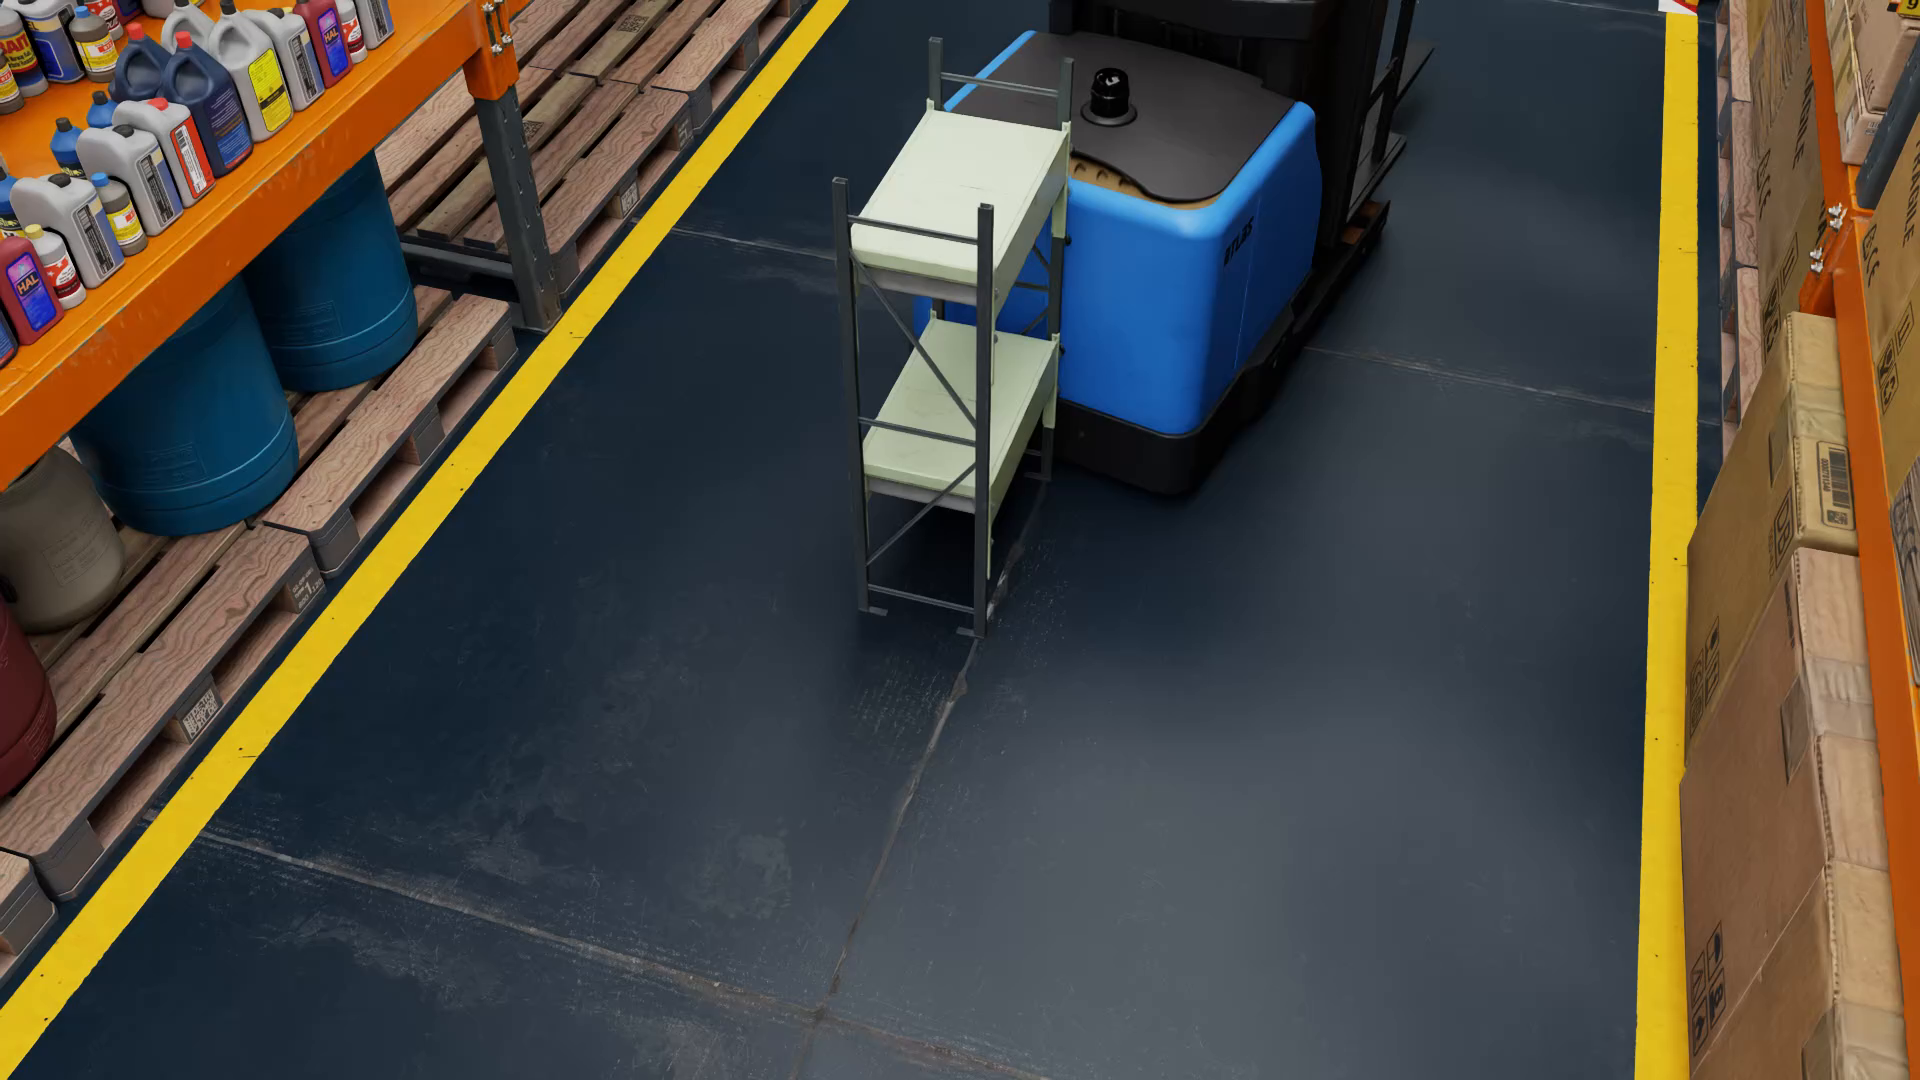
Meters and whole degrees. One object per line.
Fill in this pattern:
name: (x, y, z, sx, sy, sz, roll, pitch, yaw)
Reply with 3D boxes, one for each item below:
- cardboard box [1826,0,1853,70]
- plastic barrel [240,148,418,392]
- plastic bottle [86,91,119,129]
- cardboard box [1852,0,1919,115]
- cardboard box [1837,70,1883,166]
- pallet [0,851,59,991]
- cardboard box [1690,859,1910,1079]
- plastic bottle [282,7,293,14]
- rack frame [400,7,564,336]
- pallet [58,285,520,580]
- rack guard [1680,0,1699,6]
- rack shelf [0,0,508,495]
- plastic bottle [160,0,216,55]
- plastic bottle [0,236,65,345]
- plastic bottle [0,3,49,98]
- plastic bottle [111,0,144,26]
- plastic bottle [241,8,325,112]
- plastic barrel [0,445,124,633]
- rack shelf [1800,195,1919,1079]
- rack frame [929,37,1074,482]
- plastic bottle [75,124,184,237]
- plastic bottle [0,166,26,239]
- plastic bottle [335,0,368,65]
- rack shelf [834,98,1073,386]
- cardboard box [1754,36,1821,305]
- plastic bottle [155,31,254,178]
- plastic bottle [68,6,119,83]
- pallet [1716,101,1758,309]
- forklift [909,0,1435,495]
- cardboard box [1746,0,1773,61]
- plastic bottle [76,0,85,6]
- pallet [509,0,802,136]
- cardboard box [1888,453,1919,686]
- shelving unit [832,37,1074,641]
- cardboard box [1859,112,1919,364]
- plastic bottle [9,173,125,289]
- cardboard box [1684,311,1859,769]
cardboard box: (2.710, -1.433, 4.750, 0.380, 0.149, 0.250, 12, 46, 12)
plastic barrel: (-2.127, -0.998, 5.325, 0.600, 0.901, 0.708, 13, 46, 13)
plastic bottle: (-2.145, -1.014, 4.234, 0.097, 0.271, 0.097, 0, 44, 0)
cardboard box: (2.658, -1.310, 4.339, 0.500, 0.250, 0.500, 12, 46, 12)
cardboard box: (2.554, -1.091, 4.399, 0.380, 0.149, 0.250, 13, 46, 13)
pallet: (-2.959, 1.172, 3.902, 1.003, 0.211, 1.213, 13, 46, 13)
cardboard box: (2.069, 1.320, 2.976, 1.225, 0.875, 0.875, 13, 46, 13)
plastic bottle: (-1.865, -1.396, 4.674, 0.097, 0.201, 0.097, 0, 44, 0)
rack frame: (-1.946, -1.957, 5.105, 1.000, 3.000, 0.127, 13, 46, 13)
pallet: (-2.220, -0.455, 5.564, 1.003, 0.211, 1.213, 13, 46, 13)
rack guard: (3.993, -2.697, 7.648, 1.175, 0.500, 0.348, 13, 46, 13)
rack shelf: (-2.552, -0.367, 3.994, 1.077, 0.370, 4.000, 13, 46, 13)
plastic bottle: (-2.050, -1.288, 4.457, 0.144, 0.351, 0.185, 13, 46, 13)
plastic bottle: (-2.159, -0.596, 3.798, 0.061, 0.283, 0.133, 13, 46, 13)
plastic bottle: (-2.622, -1.368, 4.595, 0.097, 0.271, 0.097, 0, 44, 0)
plastic bottle: (-2.504, -1.672, 4.898, 0.061, 0.283, 0.133, 13, 46, 13)
plastic bottle: (-1.868, -1.338, 4.561, 0.152, 0.276, 0.135, 13, 46, 13)
plastic barrel: (-2.598, -0.029, 4.614, 0.421, 0.512, 0.421, 0, 44, 0)
rack shelf: (2.168, 0.682, 2.922, 1.077, 0.370, 4.000, 13, 46, 13)
rack frame: (0.109, -0.775, 4.970, 0.400, 1.500, 0.023, 13, 46, 13)
plastic bottle: (-2.062, -0.912, 4.126, 0.152, 0.276, 0.135, 13, 46, 13)
plastic bottle: (-2.256, -0.770, 3.984, 0.097, 0.271, 0.097, 0, 44, 0)
plastic bottle: (-1.767, -1.472, 4.751, 0.097, 0.201, 0.097, 0, 44, 0)
rack shelf: (-0.002, -0.810, 4.447, 0.431, 0.370, 0.720, 13, 46, 13)
cardboard box: (3.323, -1.321, 5.675, 0.875, 0.875, 0.875, 13, 46, 13)
plastic bottle: (-1.969, -1.134, 4.299, 0.144, 0.351, 0.185, 13, 46, 13)
plastic bottle: (-2.436, -1.400, 4.678, 0.097, 0.201, 0.097, 0, 44, 0)
pallet: (3.447, -1.217, 6.343, 1.003, 0.211, 1.213, 13, 46, 12)
forklift: (0.993, -2.216, 5.419, 1.130, 2.935, 3.031, 21, 48, 21)
cardboard box: (3.868, -2.521, 6.901, 0.875, 0.875, 0.875, 13, 46, 13)
plastic bottle: (-2.551, -1.522, 4.753, 0.097, 0.271, 0.097, 0, 44, 0)
pallet: (-1.393, -2.274, 7.423, 1.003, 0.211, 1.213, 13, 46, 13)
cardboard box: (2.093, -0.021, 3.055, 0.500, 0.500, 0.500, 12, 46, 12)
shelving unit: (-0.003, -0.531, 4.720, 0.431, 1.500, 0.755, 13, 46, 13)
cardboard box: (2.397, -0.690, 3.739, 0.500, 0.500, 0.500, 13, 46, 13)
plastic bottle: (-2.132, -0.757, 3.968, 0.152, 0.276, 0.135, 13, 46, 13)
cardboard box: (2.599, 0.132, 4.189, 1.225, 0.875, 0.875, 13, 46, 13)
